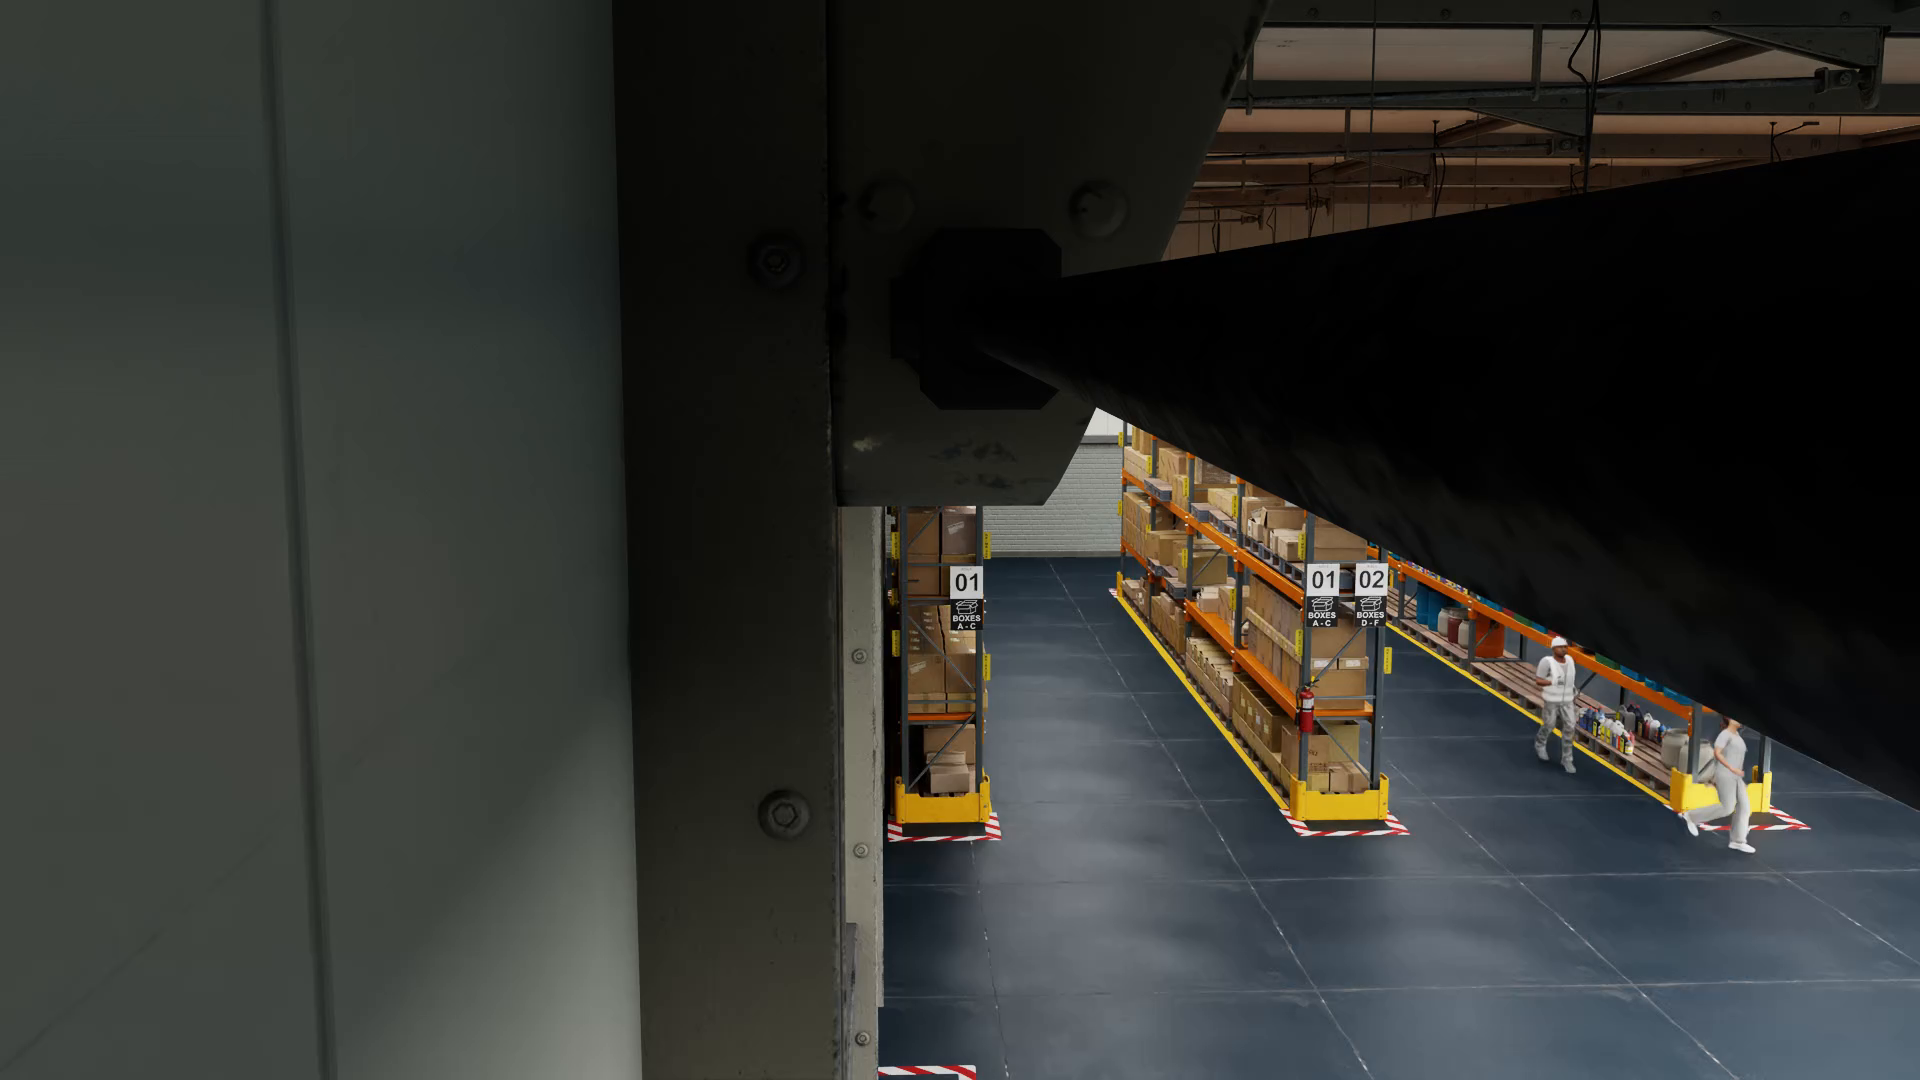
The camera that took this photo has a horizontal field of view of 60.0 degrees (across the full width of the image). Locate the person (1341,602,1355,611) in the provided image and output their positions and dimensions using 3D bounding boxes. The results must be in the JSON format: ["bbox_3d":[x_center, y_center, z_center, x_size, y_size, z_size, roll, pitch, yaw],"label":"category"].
[{"bbox_3d":[6.858,1.403,29.060,0.677,1.847,0.741,-1,8,-7],"label":"person"}]

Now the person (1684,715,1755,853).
[{"bbox_3d":[9.072,2.783,19.610,0.821,1.617,0.622,7,11,42],"label":"person"}]

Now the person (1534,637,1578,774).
[{"bbox_3d":[8.208,2.228,22.852,0.664,1.823,0.824,-1,8,-7],"label":"person"}]
